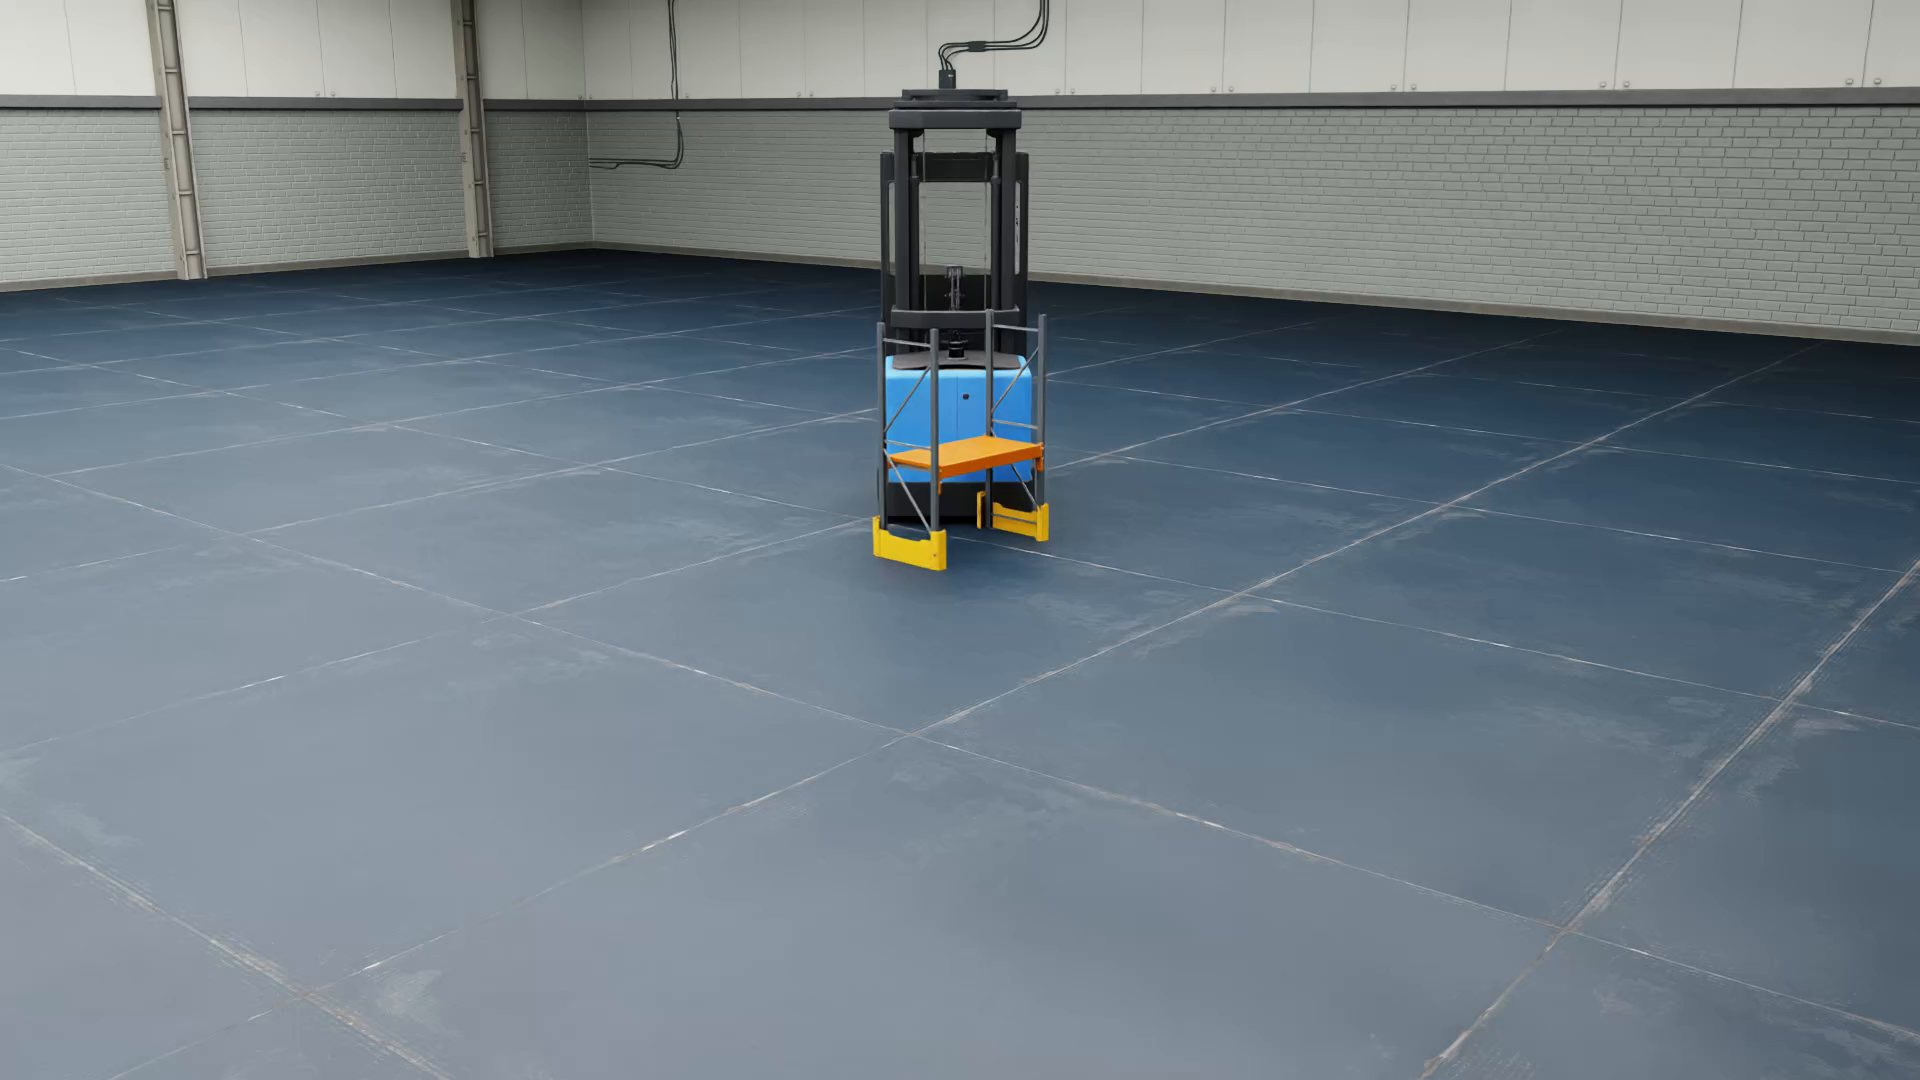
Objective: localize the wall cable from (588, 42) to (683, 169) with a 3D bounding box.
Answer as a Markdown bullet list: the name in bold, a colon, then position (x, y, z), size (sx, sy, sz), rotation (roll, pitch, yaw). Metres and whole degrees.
- **wall cable**: position (-6.832, -8.960, 34.422), size (3.097, 2.526, 0.112), rotation (11, 18, 38)

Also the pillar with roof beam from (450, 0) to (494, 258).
- **pillar with roof beam**: position (-6.364, -9.439, 30.002), size (9.100, 9.000, 0.400), rotation (11, 18, 38)

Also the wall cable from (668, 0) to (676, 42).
- **wall cable**: position (-4.728, -10.989, 32.152), size (3.097, 2.526, 0.112), rotation (11, 18, 38)

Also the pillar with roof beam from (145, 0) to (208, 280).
- **pillar with roof beam**: position (-10.135, -8.290, 25.479), size (9.100, 9.000, 0.400), rotation (11, 18, 38)

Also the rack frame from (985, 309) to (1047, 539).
- **rack frame**: position (0.367, -0.769, 11.104), size (0.500, 1.500, 0.032), rotation (13, 19, 41)

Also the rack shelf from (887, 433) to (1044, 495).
- **rack shelf**: position (0.022, -0.503, 10.787), size (0.538, 0.185, 1.000), rotation (13, 19, 41)

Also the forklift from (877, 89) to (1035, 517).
- **forklift**: position (-0.046, -1.888, 12.600), size (1.130, 2.935, 3.031), rotation (0, 14, -1)

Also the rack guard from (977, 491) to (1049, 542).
- **rack guard**: position (0.354, -0.160, 11.244), size (0.587, 0.250, 0.087), rotation (13, 19, 41)

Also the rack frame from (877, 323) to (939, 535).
- **rack frame**: position (-0.323, -0.585, 10.381), size (0.500, 1.500, 0.032), rotation (13, 19, 41)

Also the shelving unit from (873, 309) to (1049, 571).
- **shelving unit**: position (0.016, -0.676, 10.736), size (0.587, 1.500, 1.083), rotation (13, 19, 41)

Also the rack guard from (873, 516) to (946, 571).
- **rack guard**: position (-0.322, 0.020, 10.536), size (0.587, 0.250, 0.087), rotation (13, 19, 41)

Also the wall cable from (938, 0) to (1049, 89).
- **wall cable**: position (0.542, -10.641, 27.826), size (2.305, 6.003, 0.169), rotation (11, 18, 38)
